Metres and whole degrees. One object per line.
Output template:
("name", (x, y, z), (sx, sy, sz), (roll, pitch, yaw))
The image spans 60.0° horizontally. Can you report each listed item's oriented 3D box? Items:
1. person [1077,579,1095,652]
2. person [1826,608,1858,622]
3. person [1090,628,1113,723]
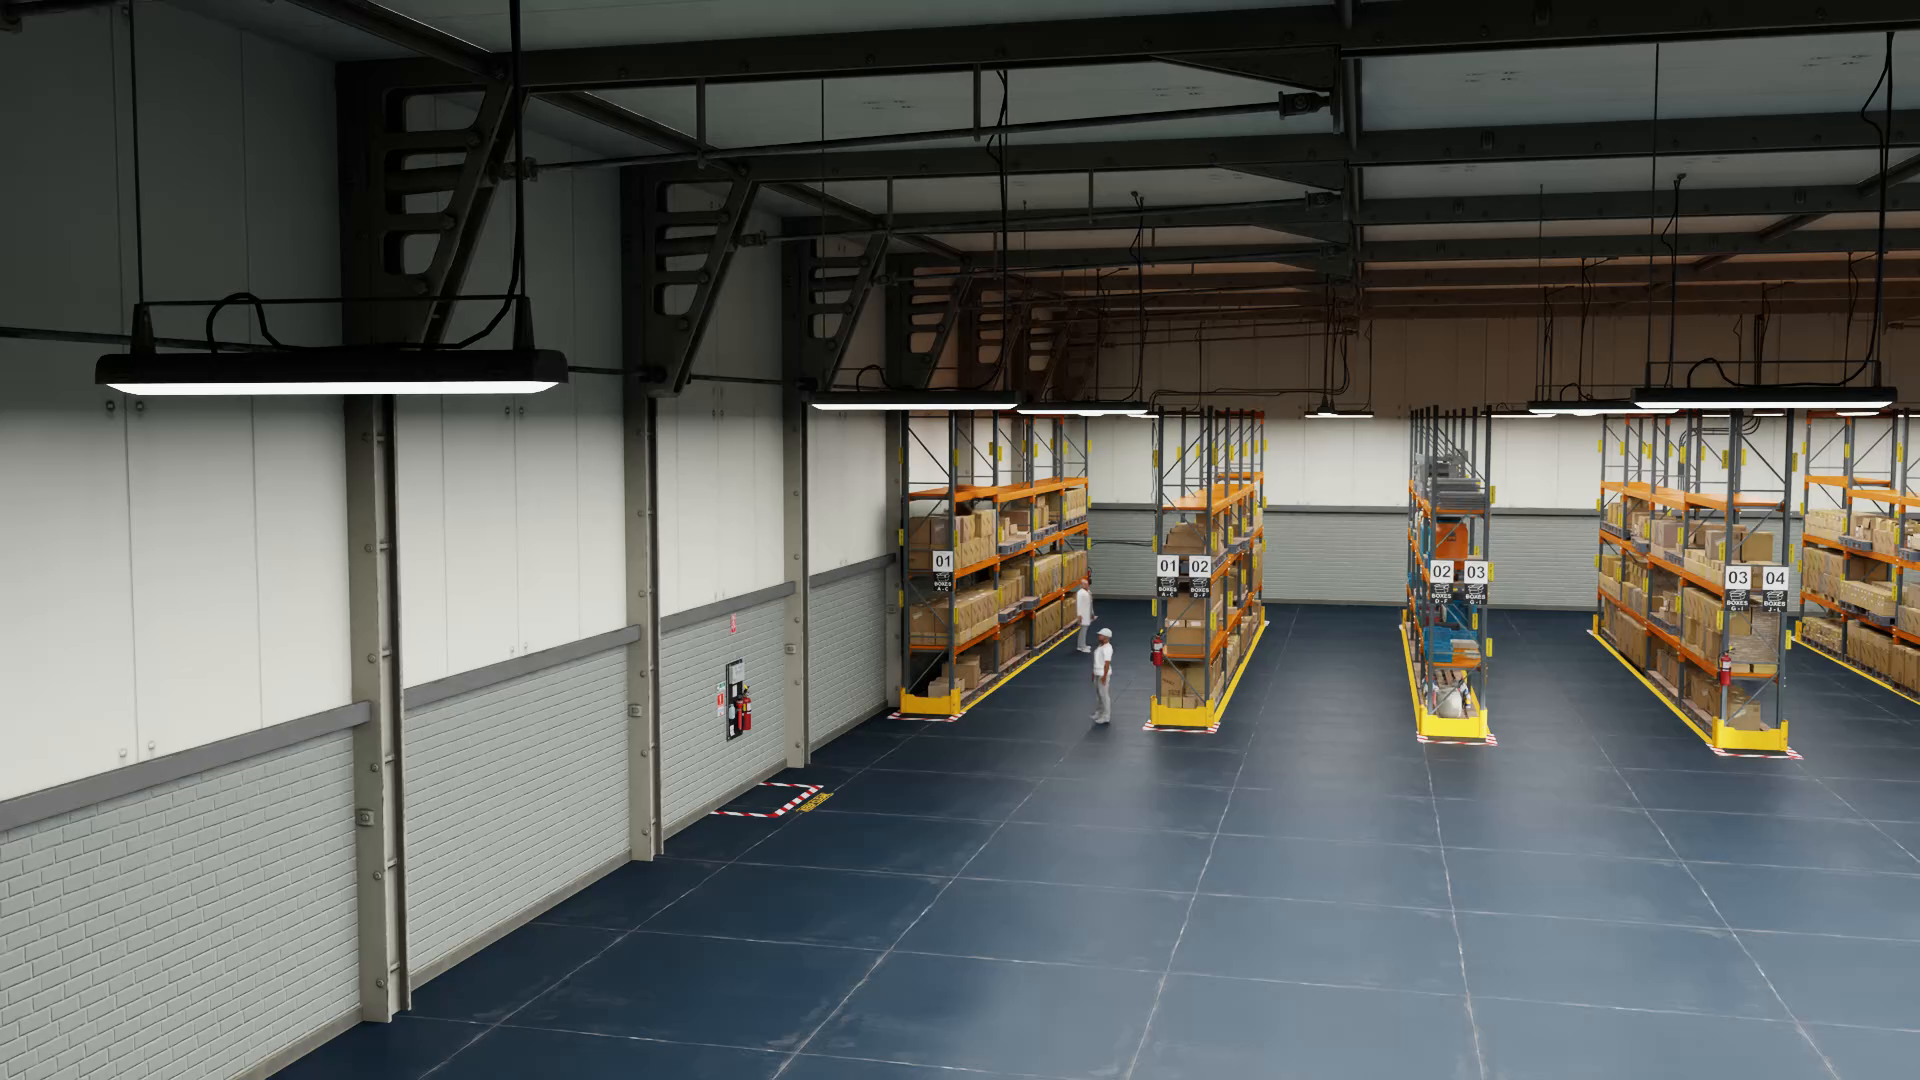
("person", (3.102, 1.883, 41.337), (0.437, 1.809, 0.649), (2, 5, 27))
("person", (24.803, 1.490, 46.740), (1.115, 1.731, 0.614), (0, 4, -3))
("person", (2.699, 2.559, 31.672), (0.415, 1.767, 0.637), (-1, 4, -14))
